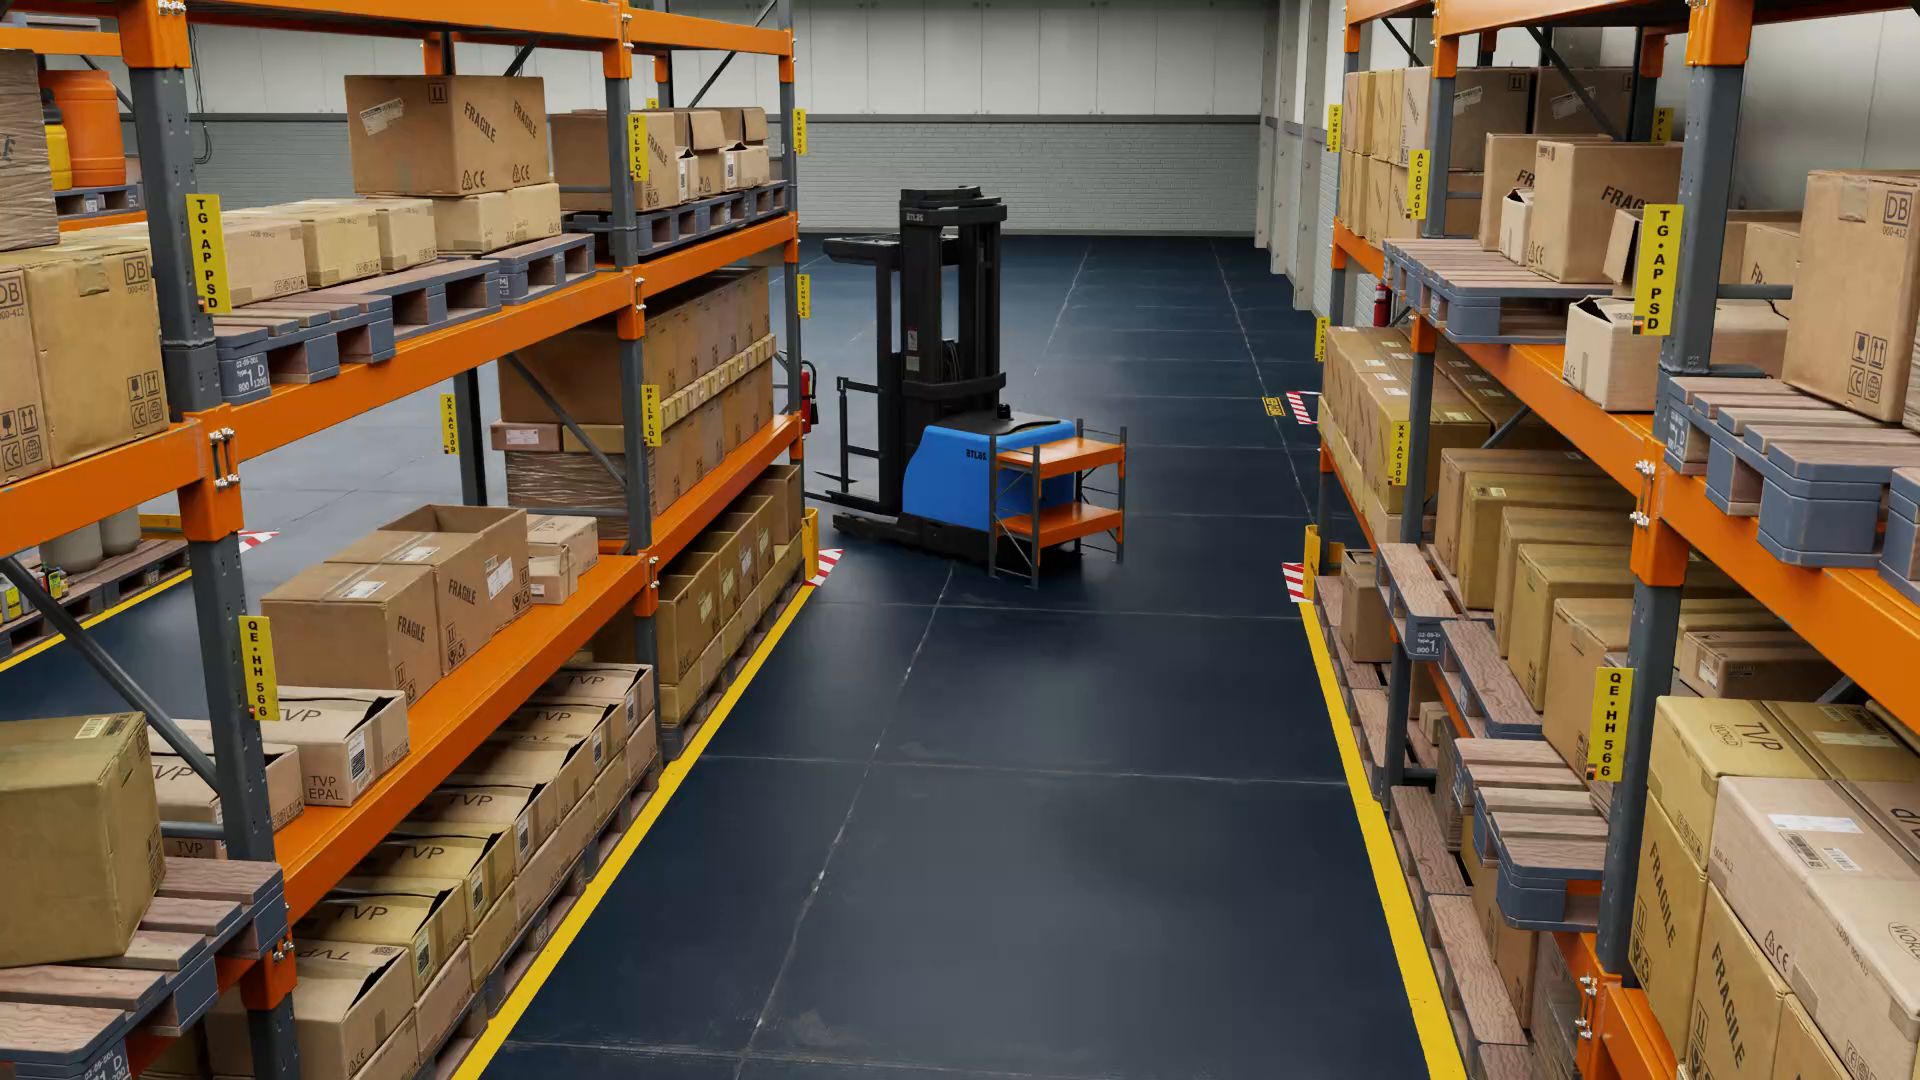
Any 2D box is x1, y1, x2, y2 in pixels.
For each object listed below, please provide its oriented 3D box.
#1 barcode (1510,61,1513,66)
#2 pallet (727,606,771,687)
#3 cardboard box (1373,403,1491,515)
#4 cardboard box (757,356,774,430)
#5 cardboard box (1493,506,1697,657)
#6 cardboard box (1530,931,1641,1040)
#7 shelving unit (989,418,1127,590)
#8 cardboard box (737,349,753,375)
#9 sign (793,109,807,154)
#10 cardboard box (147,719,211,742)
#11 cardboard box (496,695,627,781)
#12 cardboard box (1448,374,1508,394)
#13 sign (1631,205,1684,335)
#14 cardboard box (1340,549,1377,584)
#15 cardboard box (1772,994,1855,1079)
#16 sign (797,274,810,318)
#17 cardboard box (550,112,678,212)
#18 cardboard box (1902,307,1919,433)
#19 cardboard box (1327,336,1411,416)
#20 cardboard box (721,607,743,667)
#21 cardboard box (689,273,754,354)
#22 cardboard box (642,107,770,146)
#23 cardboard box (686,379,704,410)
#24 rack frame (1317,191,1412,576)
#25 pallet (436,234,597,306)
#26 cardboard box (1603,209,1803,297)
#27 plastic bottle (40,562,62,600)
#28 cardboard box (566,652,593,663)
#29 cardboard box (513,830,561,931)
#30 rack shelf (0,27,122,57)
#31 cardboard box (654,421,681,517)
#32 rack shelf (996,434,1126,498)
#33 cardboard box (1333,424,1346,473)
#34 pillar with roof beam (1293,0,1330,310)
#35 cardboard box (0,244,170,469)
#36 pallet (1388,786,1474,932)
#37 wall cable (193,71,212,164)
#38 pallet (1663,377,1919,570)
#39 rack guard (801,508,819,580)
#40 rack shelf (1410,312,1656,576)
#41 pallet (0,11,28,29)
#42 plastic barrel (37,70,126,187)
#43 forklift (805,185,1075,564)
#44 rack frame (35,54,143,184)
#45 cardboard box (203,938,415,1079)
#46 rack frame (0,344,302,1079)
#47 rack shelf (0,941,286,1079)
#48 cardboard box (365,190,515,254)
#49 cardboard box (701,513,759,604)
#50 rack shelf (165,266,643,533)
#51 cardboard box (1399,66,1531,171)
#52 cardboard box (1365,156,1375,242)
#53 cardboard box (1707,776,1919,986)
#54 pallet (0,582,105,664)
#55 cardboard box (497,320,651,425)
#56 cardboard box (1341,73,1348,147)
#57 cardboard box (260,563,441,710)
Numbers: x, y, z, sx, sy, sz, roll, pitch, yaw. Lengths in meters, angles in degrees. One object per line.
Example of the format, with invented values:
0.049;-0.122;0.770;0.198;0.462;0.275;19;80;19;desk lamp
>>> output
3.620;-3.110;10.914;0.001;0.075;0.075;2;15;6;barcode
-1.904;0.676;11.258;1.003;0.211;1.213;2;15;6;pallet
2.498;-0.434;8.832;0.500;0.500;0.500;2;15;6;cardboard box
-1.785;-1.113;12.339;0.700;0.500;0.500;2;15;6;cardboard box
2.547;0.184;6.701;0.700;0.500;0.500;4;16;14;cardboard box
2.503;1.710;6.036;0.700;0.500;0.500;2;15;6;cardboard box
0.774;-0.306;13.136;1.048;1.125;0.538;-15;21;-43;shelving unit
-1.661;-1.242;11.576;0.380;0.149;0.250;2;15;7;cardboard box
-1.182;-3.003;12.230;0.100;0.325;0.005;2;15;6;sign
-2.795;0.770;6.051;0.380;0.149;0.250;2;15;6;cardboard box
-1.984;0.955;8.274;0.500;0.311;0.500;2;15;8;cardboard box
3.136;-0.681;9.746;0.500;0.500;0.500;2;15;8;cardboard box
1.761;-0.679;4.191;0.100;0.325;0.005;2;15;6;sign
3.036;0.222;11.902;0.500;0.311;0.500;0;15;0;cardboard box
1.866;1.216;3.120;0.500;0.500;0.500;2;15;6;cardboard box
-1.182;-1.839;12.544;0.100;0.325;0.005;2;15;6;sign
-1.852;-2.037;8.939;0.500;0.500;0.500;3;15;11;cardboard box
2.295;-0.408;3.142;0.700;0.500;0.500;1;15;3;cardboard box
2.785;-1.097;11.284;0.500;0.500;0.500;2;15;6;cardboard box
-1.694;0.606;10.636;0.500;0.250;0.500;2;15;6;cardboard box
-1.845;-1.589;11.614;0.700;0.500;0.500;1;15;5;cardboard box
-1.788;-2.804;11.770;0.797;0.503;0.637;3;15;10;cardboard box
-1.807;-0.908;10.337;0.380;0.149;0.250;1;15;5;cardboard box
3.203;-1.040;12.263;1.000;3.000;0.127;2;15;6;rack frame
-2.257;-1.274;7.748;0.805;0.209;1.217;1;15;4;pallet
2.539;-0.806;5.415;0.797;0.503;0.637;4;16;14;cardboard box
-6.407;0.287;11.716;0.061;0.283;0.133;2;15;8;plastic bottle
-2.336;0.850;9.735;0.500;0.250;0.500;2;15;6;cardboard box
-2.105;1.489;7.373;0.500;0.250;0.500;2;15;7;cardboard box
-6.866;-3.169;10.787;1.077;0.370;4.000;2;15;6;rack shelf
-2.074;-0.448;9.882;0.700;0.500;0.500;2;15;6;cardboard box
0.775;-0.588;13.059;1.000;0.278;0.538;-15;21;-43;rack shelf
2.725;-0.593;10.859;0.500;0.250;0.500;1;15;5;cardboard box
1.737;-8.525;28.448;9.100;9.000;0.400;2;15;6;pillar with roof beam
-2.638;-0.492;4.299;0.910;0.500;0.500;2;15;6;cardboard box
2.665;1.545;8.043;1.003;0.211;1.213;2;15;6;pallet
-22.284;-11.664;46.007;3.097;2.526;0.112;2;15;6;wall cable
2.280;-0.154;3.599;1.213;0.211;1.003;2;15;9;pallet
-1.717;0.015;13.148;1.175;0.500;0.348;2;15;6;rack guard
2.526;-0.585;6.210;1.077;0.370;4.000;2;15;6;rack shelf
-6.892;-3.438;10.766;1.003;0.211;1.213;2;15;6;pallet
-6.569;-3.060;12.359;0.600;0.830;0.708;2;15;6;plastic barrel
-0.459;-1.527;14.194;3.031;2.935;1.130;14;20;41;forklift
-6.641;-4.228;12.559;1.000;3.000;0.127;2;15;6;rack frame
-2.271;1.616;5.827;0.500;0.311;0.500;2;15;8;cardboard box
-2.622;0.890;5.125;1.000;3.000;0.127;2;15;6;rack frame
-2.848;1.756;3.301;1.077;0.370;4.000;2;15;6;rack shelf
-2.309;-1.424;7.418;0.500;0.250;0.500;0;15;1;cardboard box
-1.640;0.115;11.018;0.500;0.500;0.500;2;15;6;cardboard box
-2.396;-0.730;6.746;1.077;0.370;4.000;2;15;6;rack shelf
2.539;-2.129;8.398;0.500;0.500;0.500;0;15;1;cardboard box
2.727;-2.054;10.036;0.500;0.500;0.500;3;15;10;cardboard box
1.933;0.721;3.514;0.500;0.250;0.500;1;15;5;cardboard box
-6.840;0.561;11.682;1.003;0.211;1.213;2;15;6;pallet
-2.127;-0.938;9.206;0.700;0.500;0.500;2;15;7;cardboard box
2.918;-2.936;11.382;0.500;0.500;0.500;1;15;2;cardboard box
-2.449;0.406;6.724;0.500;0.500;0.500;1;15;3;cardboard box
